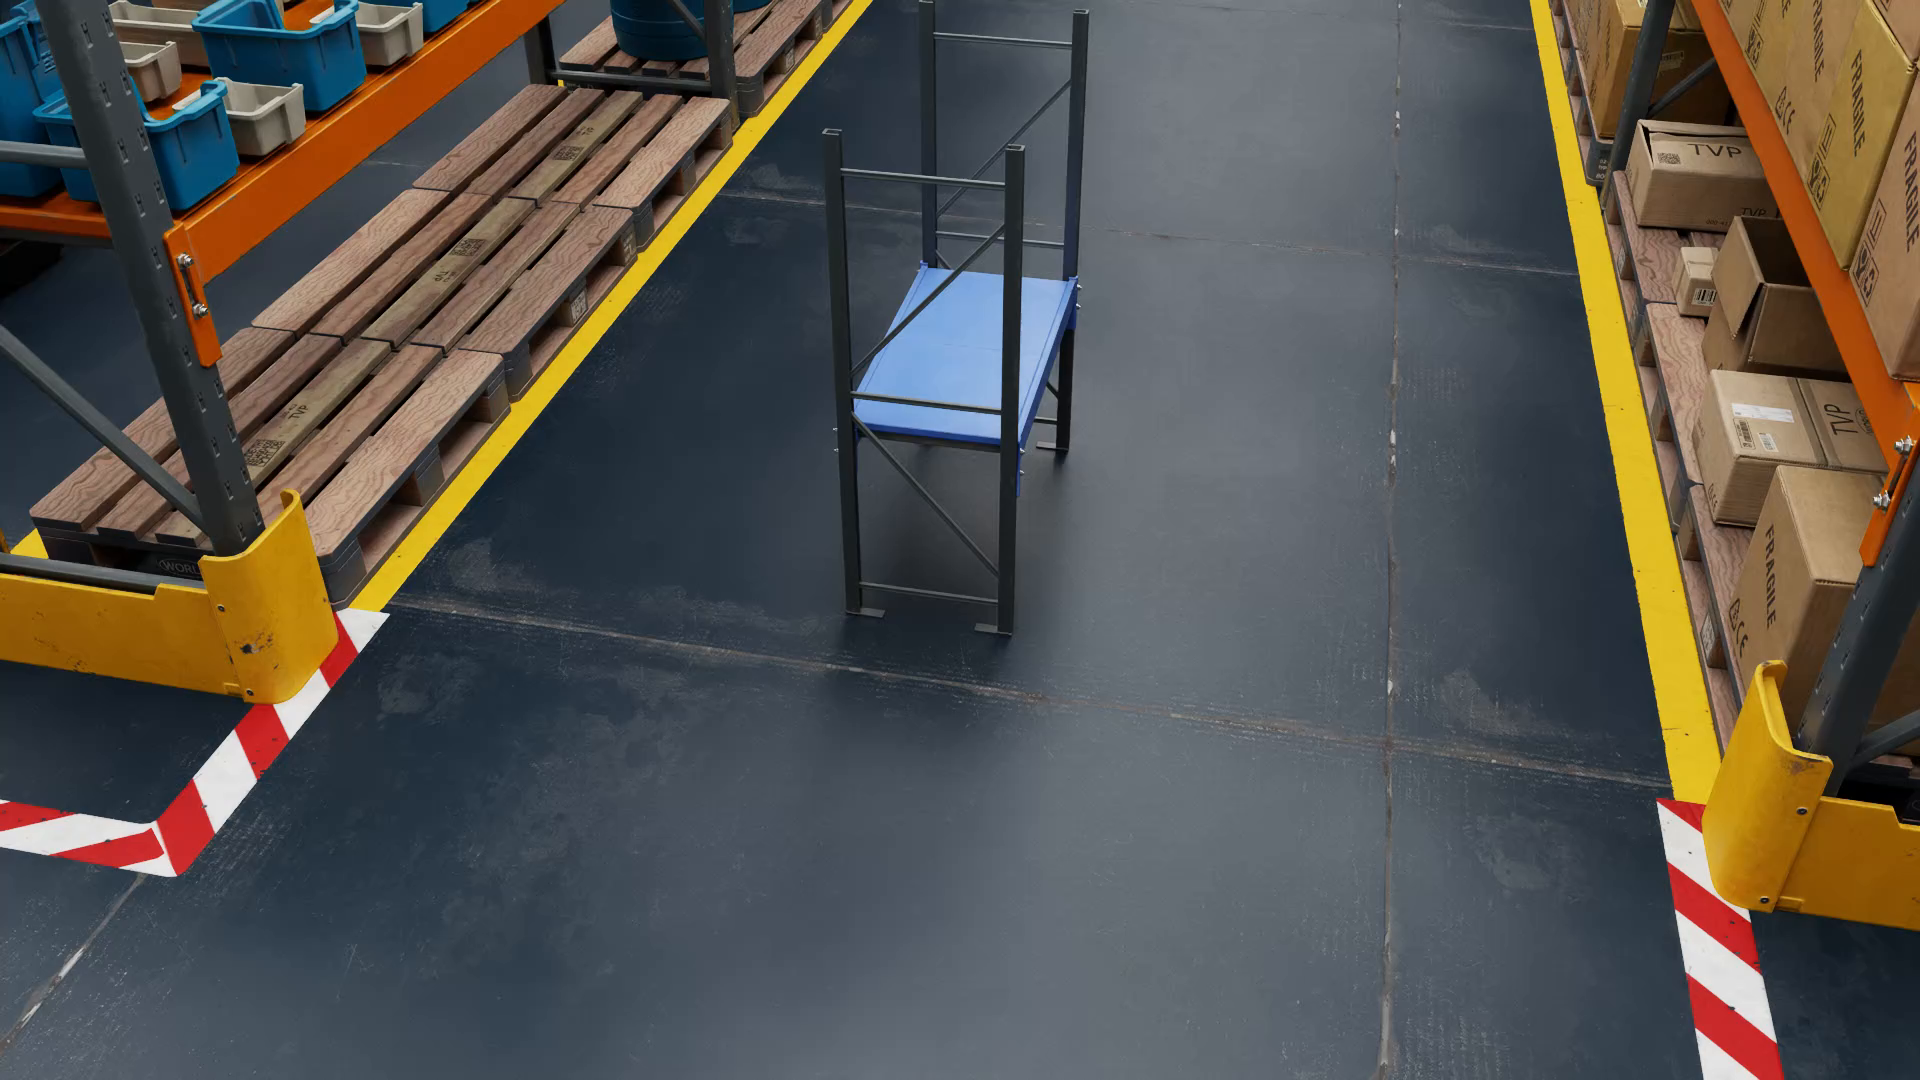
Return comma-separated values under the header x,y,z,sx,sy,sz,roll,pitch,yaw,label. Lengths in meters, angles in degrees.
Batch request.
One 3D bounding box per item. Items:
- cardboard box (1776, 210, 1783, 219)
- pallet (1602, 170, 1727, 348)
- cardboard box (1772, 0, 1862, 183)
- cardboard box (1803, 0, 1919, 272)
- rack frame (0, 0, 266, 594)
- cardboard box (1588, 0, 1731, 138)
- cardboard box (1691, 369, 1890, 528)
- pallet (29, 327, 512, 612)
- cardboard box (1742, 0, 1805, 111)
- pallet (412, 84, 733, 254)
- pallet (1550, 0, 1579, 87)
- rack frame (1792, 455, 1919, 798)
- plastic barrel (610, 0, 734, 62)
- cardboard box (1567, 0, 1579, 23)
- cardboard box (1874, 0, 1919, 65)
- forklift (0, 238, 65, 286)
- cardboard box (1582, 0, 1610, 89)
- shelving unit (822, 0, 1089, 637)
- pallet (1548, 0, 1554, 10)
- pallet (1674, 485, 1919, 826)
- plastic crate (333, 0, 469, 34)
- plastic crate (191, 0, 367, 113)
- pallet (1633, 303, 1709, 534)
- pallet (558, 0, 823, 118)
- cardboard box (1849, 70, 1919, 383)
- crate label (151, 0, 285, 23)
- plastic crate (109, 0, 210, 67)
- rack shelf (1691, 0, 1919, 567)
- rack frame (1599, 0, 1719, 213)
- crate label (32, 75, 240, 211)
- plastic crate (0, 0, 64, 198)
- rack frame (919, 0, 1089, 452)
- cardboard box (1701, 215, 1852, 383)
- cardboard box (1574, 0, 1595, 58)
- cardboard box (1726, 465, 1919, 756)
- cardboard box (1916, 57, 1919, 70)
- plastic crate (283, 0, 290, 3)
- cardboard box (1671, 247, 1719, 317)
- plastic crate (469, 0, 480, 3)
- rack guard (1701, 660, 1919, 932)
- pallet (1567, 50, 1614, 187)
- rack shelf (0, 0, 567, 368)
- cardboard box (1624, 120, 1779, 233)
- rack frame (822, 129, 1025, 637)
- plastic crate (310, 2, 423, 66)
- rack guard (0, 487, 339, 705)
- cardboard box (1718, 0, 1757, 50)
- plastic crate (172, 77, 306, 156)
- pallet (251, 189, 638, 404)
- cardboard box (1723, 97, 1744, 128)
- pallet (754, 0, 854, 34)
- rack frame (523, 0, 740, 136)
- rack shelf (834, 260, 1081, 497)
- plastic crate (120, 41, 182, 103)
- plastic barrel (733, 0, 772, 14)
x,y,z,sx,sy,sz,roll,pitch,yaw,label
3.437,-1.410,6.394,0.500,0.500,0.500,7,37,10,cardboard box
3.134,-1.083,6.565,1.003,0.211,1.213,7,37,10,pallet
2.476,-1.227,4.302,0.500,0.500,0.500,8,37,10,cardboard box
2.364,-0.942,3.909,0.500,0.500,0.500,8,37,10,cardboard box
-2.411,-0.936,3.985,1.000,3.000,0.127,7,37,10,rack frame
3.107,-2.091,7.334,0.500,0.500,0.500,7,37,10,cardboard box
2.535,-0.261,5.022,0.500,0.250,0.500,7,37,10,cardboard box
-2.197,-0.275,5.449,1.003,0.211,1.213,7,37,10,pallet
2.584,-1.516,4.701,0.500,0.500,0.500,7,36,9,cardboard box
-1.676,-1.674,7.379,1.003,0.211,1.213,7,37,10,pallet
3.676,-2.649,8.726,1.003,0.211,1.213,7,37,10,pallet
2.427,-0.313,3.126,1.000,3.000,0.127,7,37,10,rack frame
-1.424,-2.859,8.069,0.600,0.901,0.708,7,37,10,plastic barrel
3.434,-2.952,8.523,0.500,0.500,0.500,6,36,8,cardboard box
2.360,-1.338,3.602,0.500,0.500,0.500,8,37,11,cardboard box
-4.302,-2.233,5.834,1.130,2.935,3.031,7,36,9,forklift
3.220,-2.373,7.724,0.500,0.500,0.500,7,37,10,cardboard box
0.018,-0.656,4.877,0.538,1.500,1.048,7,37,10,shelving unit
3.939,-3.347,9.688,1.003,0.211,1.213,7,37,10,pallet
2.612,0.316,4.635,1.003,0.211,1.213,7,37,10,pallet
-1.756,-1.747,5.197,0.416,0.233,0.300,7,37,10,plastic crate
-1.896,-1.370,4.676,0.416,0.233,0.300,7,37,10,plastic crate
2.875,-0.382,5.597,1.003,0.211,1.213,7,37,10,pallet
-1.351,-2.537,8.571,1.003,0.211,1.213,7,37,10,pallet
2.257,-0.644,3.498,0.500,0.500,0.500,8,37,11,cardboard box
-2.302,-1.671,5.173,0.396,0.136,0.243,7,37,10,crate label
-2.338,-1.508,4.948,0.396,0.136,0.243,7,37,10,plastic crate
2.854,-1.168,4.919,1.077,0.370,4.000,7,37,10,rack shelf
3.281,-2.606,6.290,1.000,3.000,0.127,7,37,10,rack frame
-2.037,-0.993,4.155,0.416,0.233,0.303,7,37,10,crate label
-2.522,-1.190,4.254,0.616,0.435,0.499,7,37,10,plastic crate
0.127,-0.948,5.279,0.500,1.500,0.032,7,37,10,rack frame
2.885,-0.696,5.406,0.797,0.503,0.637,7,37,10,cardboard box
3.328,-2.661,8.120,0.500,0.500,0.500,8,37,11,cardboard box
2.302,0.179,4.203,0.500,0.500,0.500,7,37,10,cardboard box
2.253,-1.048,3.202,0.500,0.500,0.500,7,37,10,cardboard box
-2.257,-1.843,5.410,0.298,0.136,0.250,7,37,10,plastic crate
2.805,-0.926,6.011,0.380,0.166,0.250,7,37,10,cardboard box
-1.692,-1.920,5.434,0.416,0.233,0.300,7,37,10,plastic crate
2.443,0.656,3.919,1.175,0.500,0.348,7,37,10,rack guard
3.418,-1.948,7.758,1.003,0.211,1.213,7,37,10,pallet
-1.984,-1.791,5.778,1.077,0.370,4.000,7,37,10,rack shelf
2.980,-1.482,6.655,0.500,0.311,0.500,7,37,10,cardboard box
-0.090,-0.365,4.475,0.500,1.500,0.032,7,37,10,rack frame
-1.743,-1.516,4.959,0.250,0.136,0.298,7,37,10,plastic crate
-2.404,0.092,4.697,1.175,0.500,0.348,7,37,10,rack guard
2.691,-1.808,5.103,0.500,0.500,0.500,7,37,10,cardboard box
-1.888,-1.127,4.423,0.250,0.136,0.298,7,37,10,plastic crate
-1.935,-0.972,6.411,1.003,0.211,1.213,7,37,10,pallet
3.623,-2.019,7.235,0.500,0.500,0.500,6,36,8,cardboard box
-1.093,-3.239,9.539,1.003,0.211,1.213,7,37,10,pallet
-1.557,-3.229,7.149,1.000,3.000,0.127,7,37,10,rack frame
0.018,-0.511,4.983,0.538,0.185,1.000,7,37,10,rack shelf
-2.414,-1.344,4.721,0.396,0.136,0.243,7,37,10,plastic crate
-1.273,-3.265,8.629,0.600,0.901,0.708,7,37,10,plastic barrel
